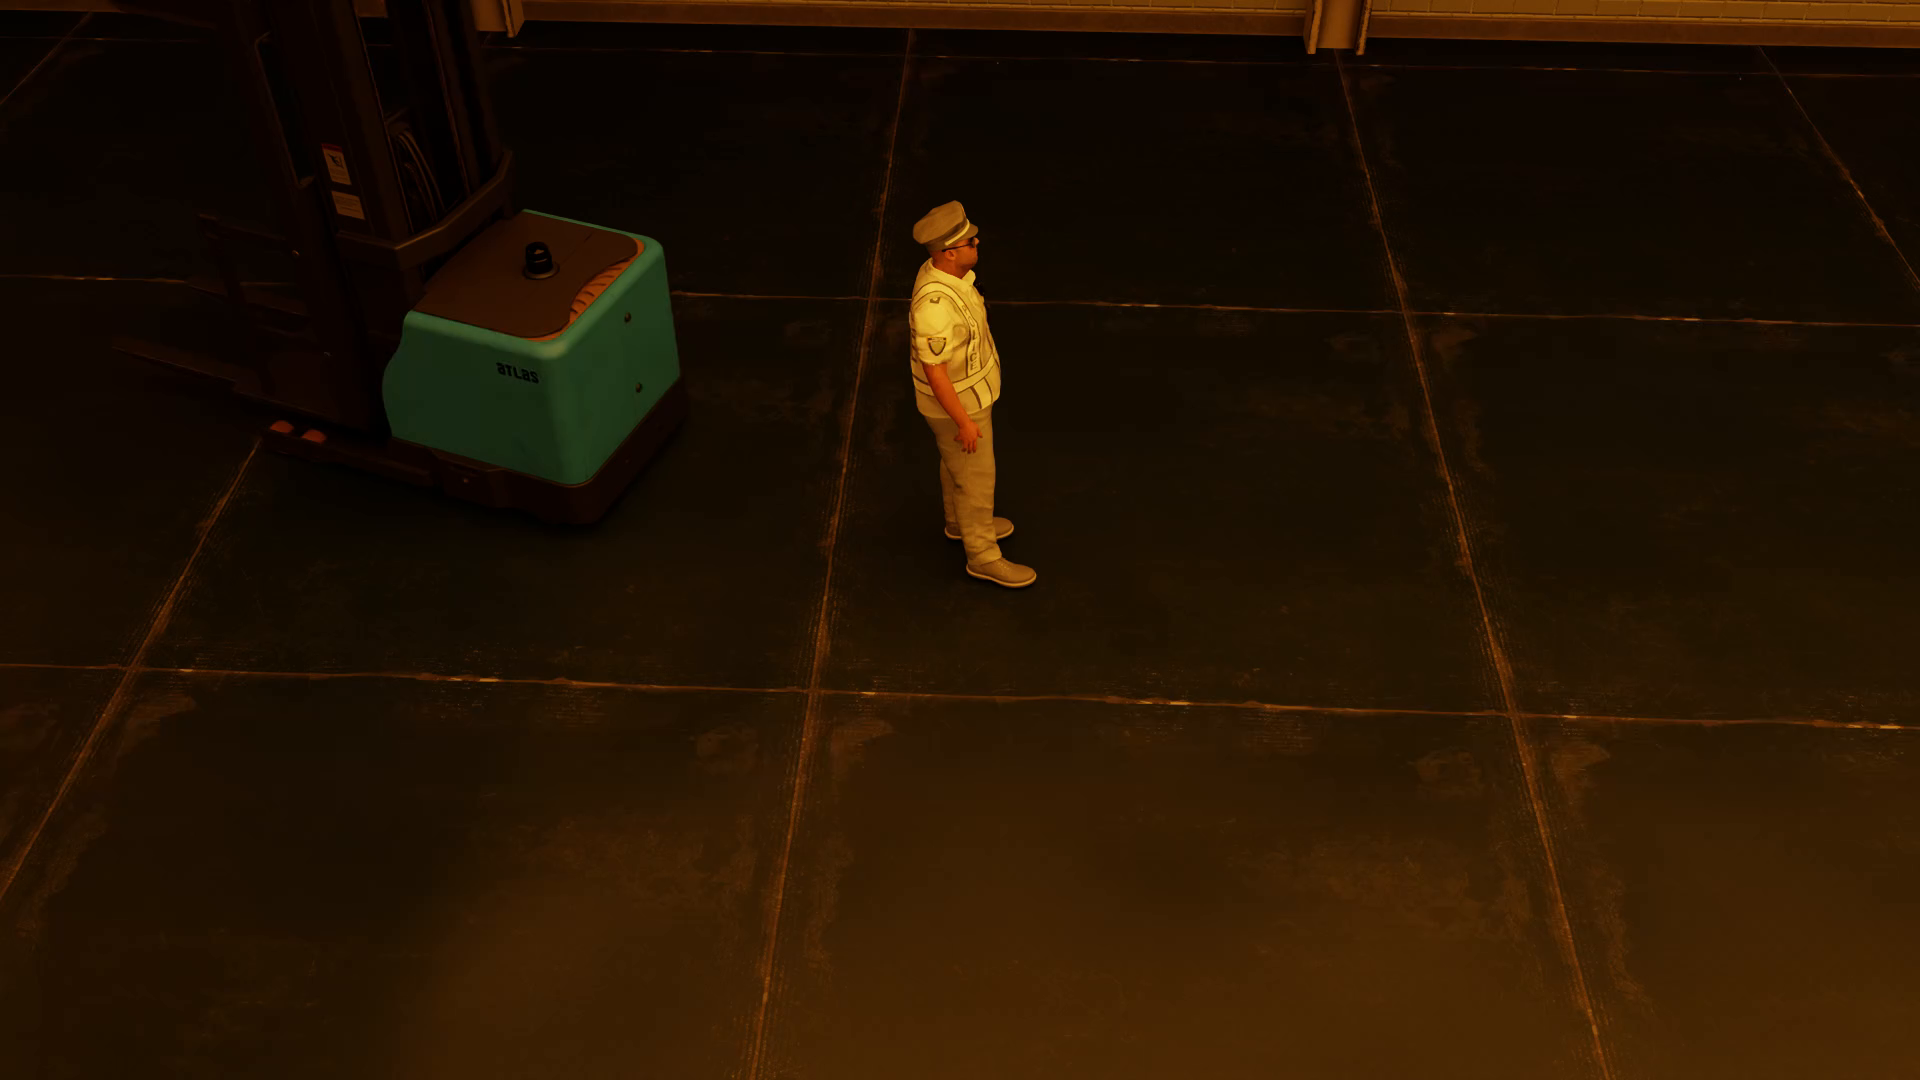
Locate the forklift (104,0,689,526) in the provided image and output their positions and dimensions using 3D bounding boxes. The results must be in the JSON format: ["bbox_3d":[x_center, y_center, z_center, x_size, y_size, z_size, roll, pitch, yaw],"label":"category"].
[{"bbox_3d":[-2.961,-1.783,7.696,3.031,2.935,1.130,15,44,16],"label":"forklift"}]

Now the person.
[{"bbox_3d":[0.077,-0.653,7.299,0.575,1.781,0.640,2,42,2],"label":"person"}]
